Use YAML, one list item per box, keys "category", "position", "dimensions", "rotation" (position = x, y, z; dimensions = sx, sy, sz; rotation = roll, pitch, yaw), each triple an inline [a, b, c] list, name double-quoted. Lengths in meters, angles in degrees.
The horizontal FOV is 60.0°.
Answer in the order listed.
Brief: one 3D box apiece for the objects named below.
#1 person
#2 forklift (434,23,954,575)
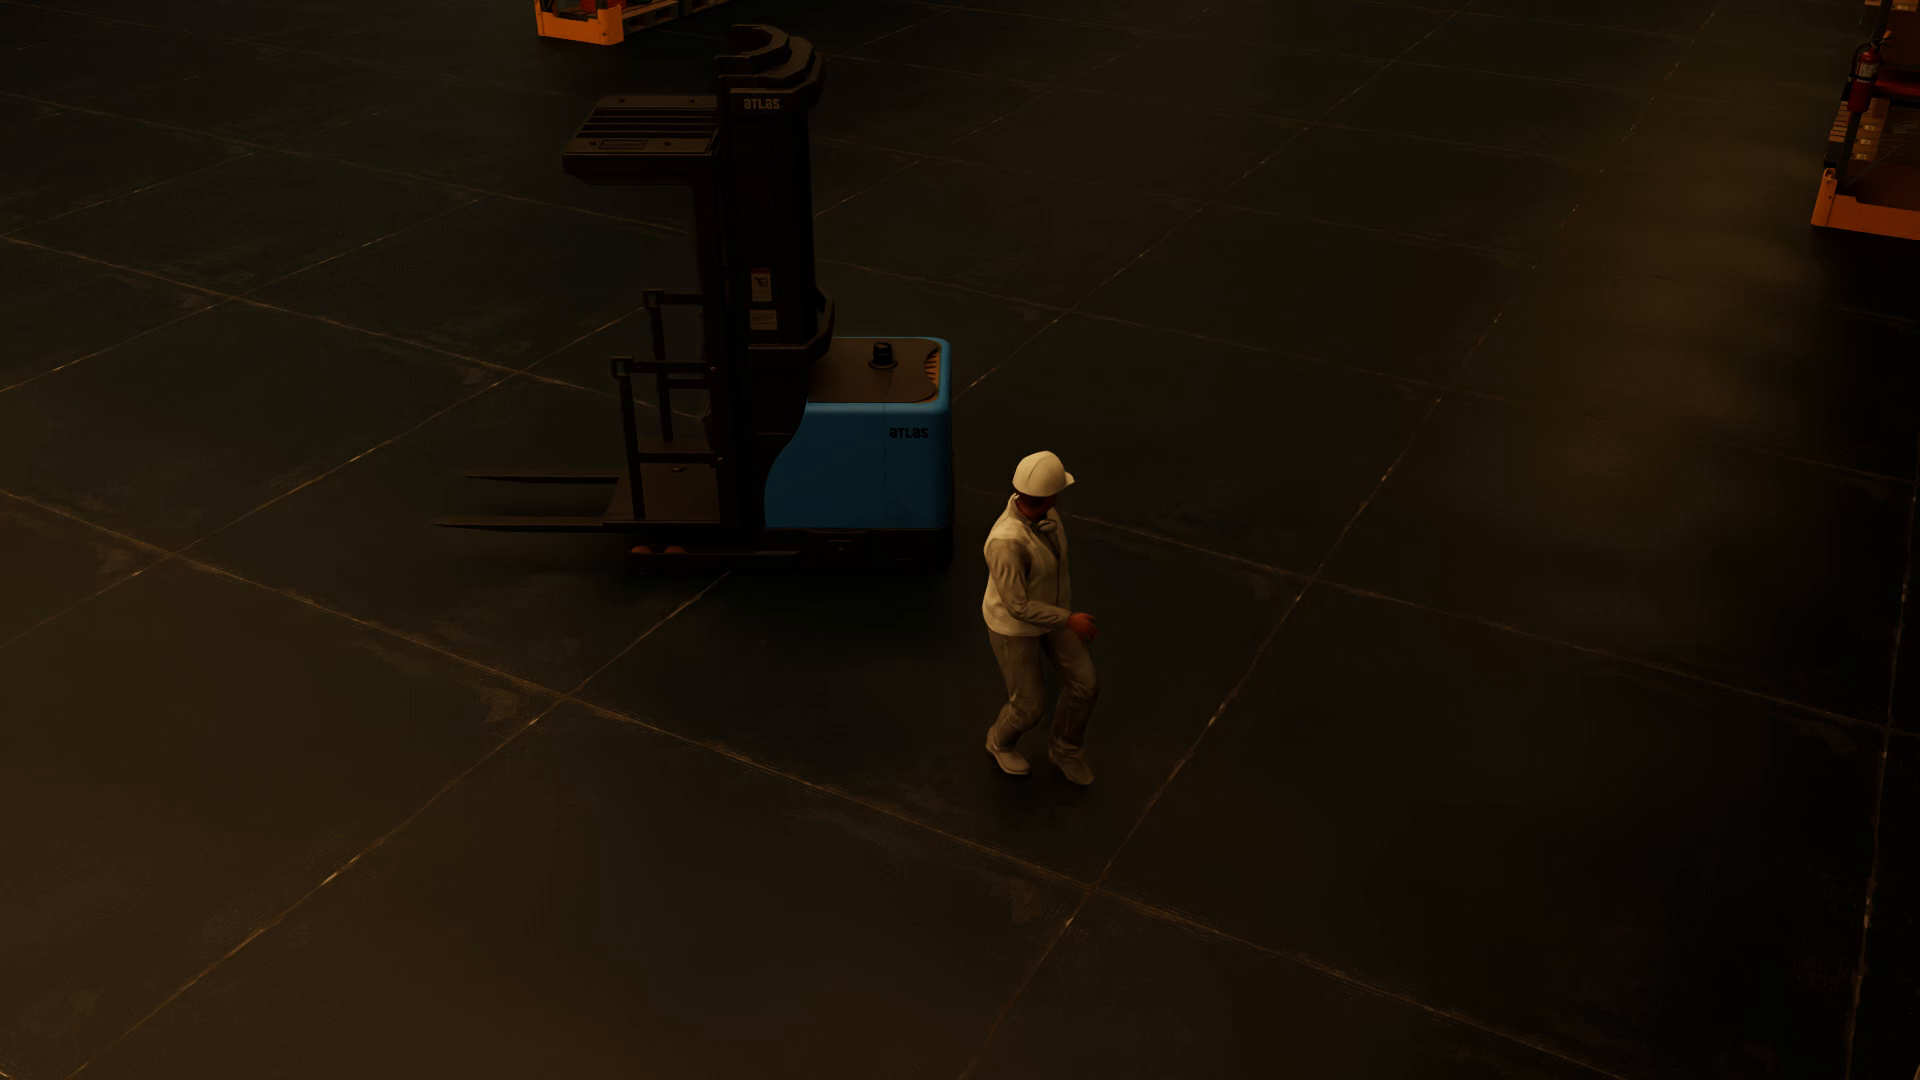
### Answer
- category: "person"
  position: [0.322, 0.372, 7.710]
  dimensions: [0.770, 1.771, 0.621]
  rotation: [26, 39, 37]
- category: "forklift"
  position: [-1.558, -1.329, 9.374]
  dimensions: [3.031, 2.935, 1.130]
  rotation: [0, 30, 1]
